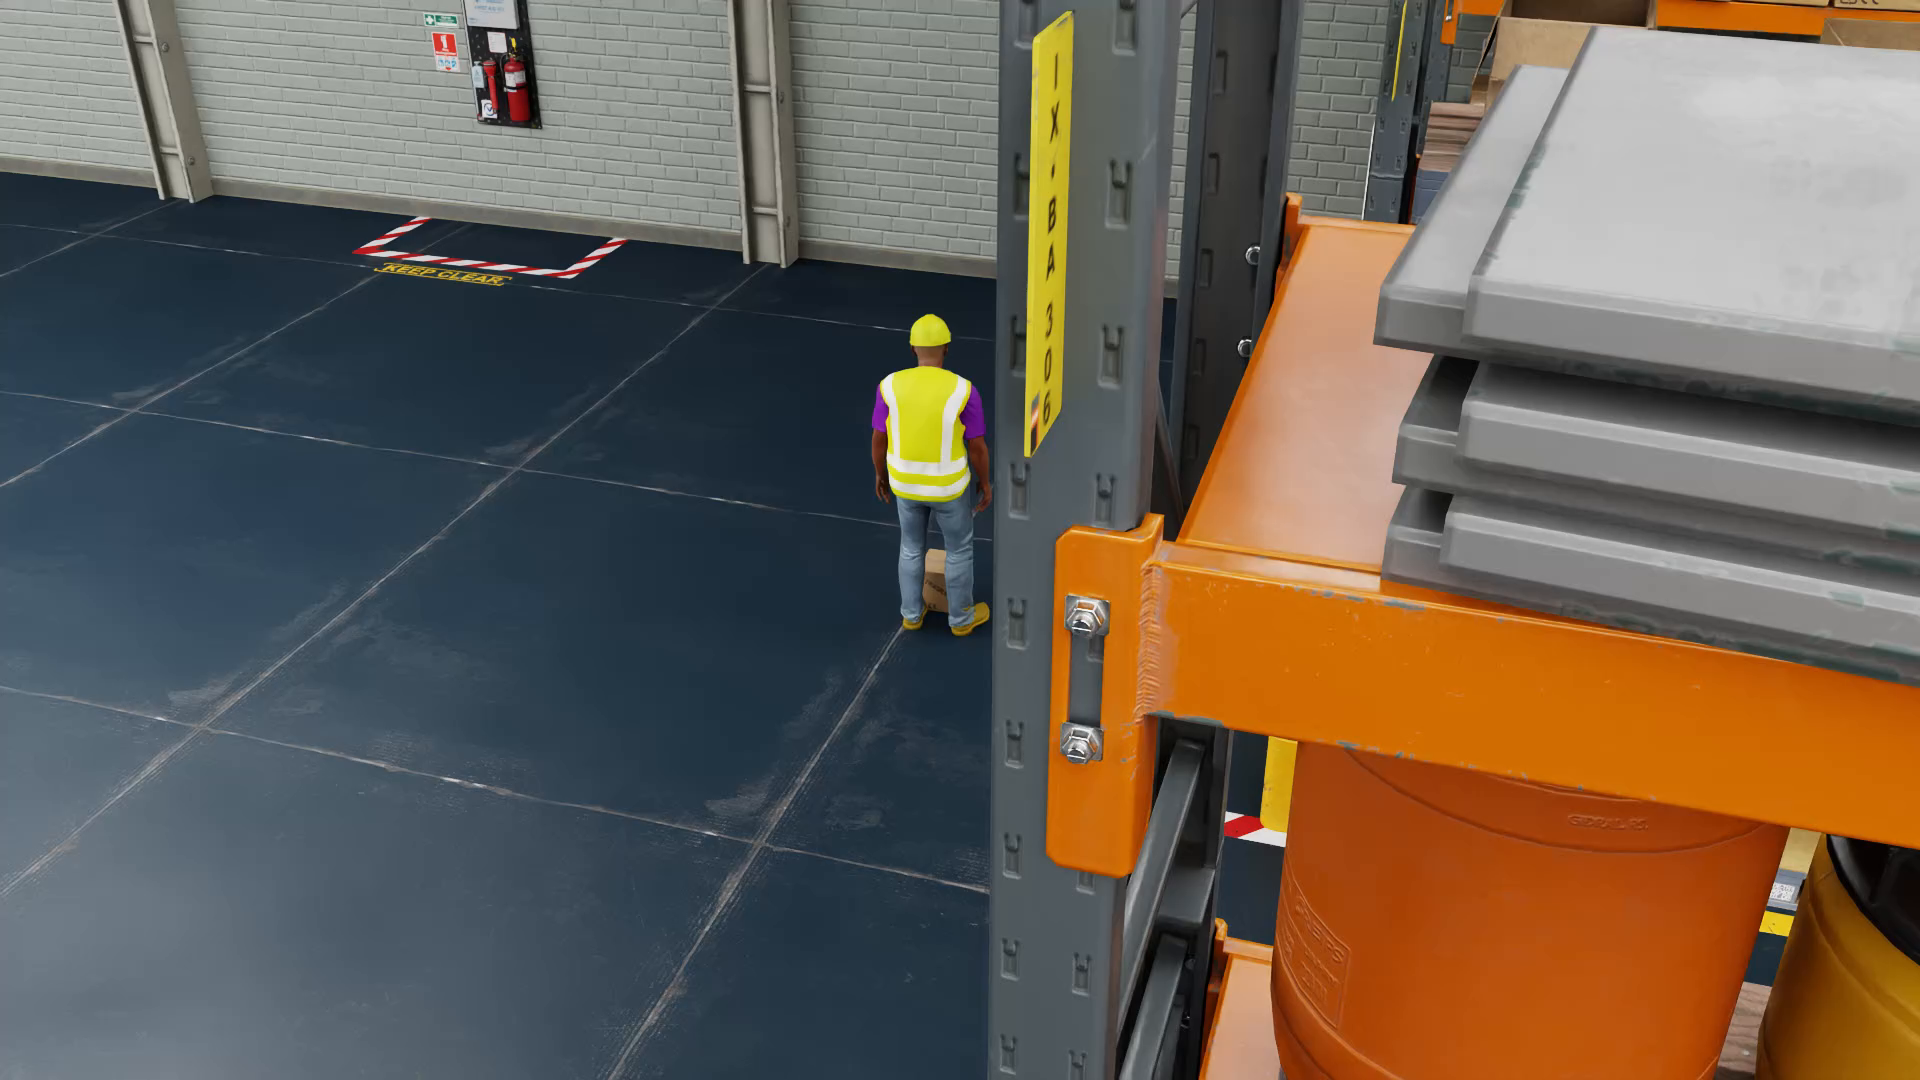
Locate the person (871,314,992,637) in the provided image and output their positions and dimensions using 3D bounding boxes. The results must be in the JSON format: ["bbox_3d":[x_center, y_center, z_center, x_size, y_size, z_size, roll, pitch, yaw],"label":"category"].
[{"bbox_3d":[-0.143,-0.322,8.689,0.627,1.758,0.462,7,30,12],"label":"person"}]
